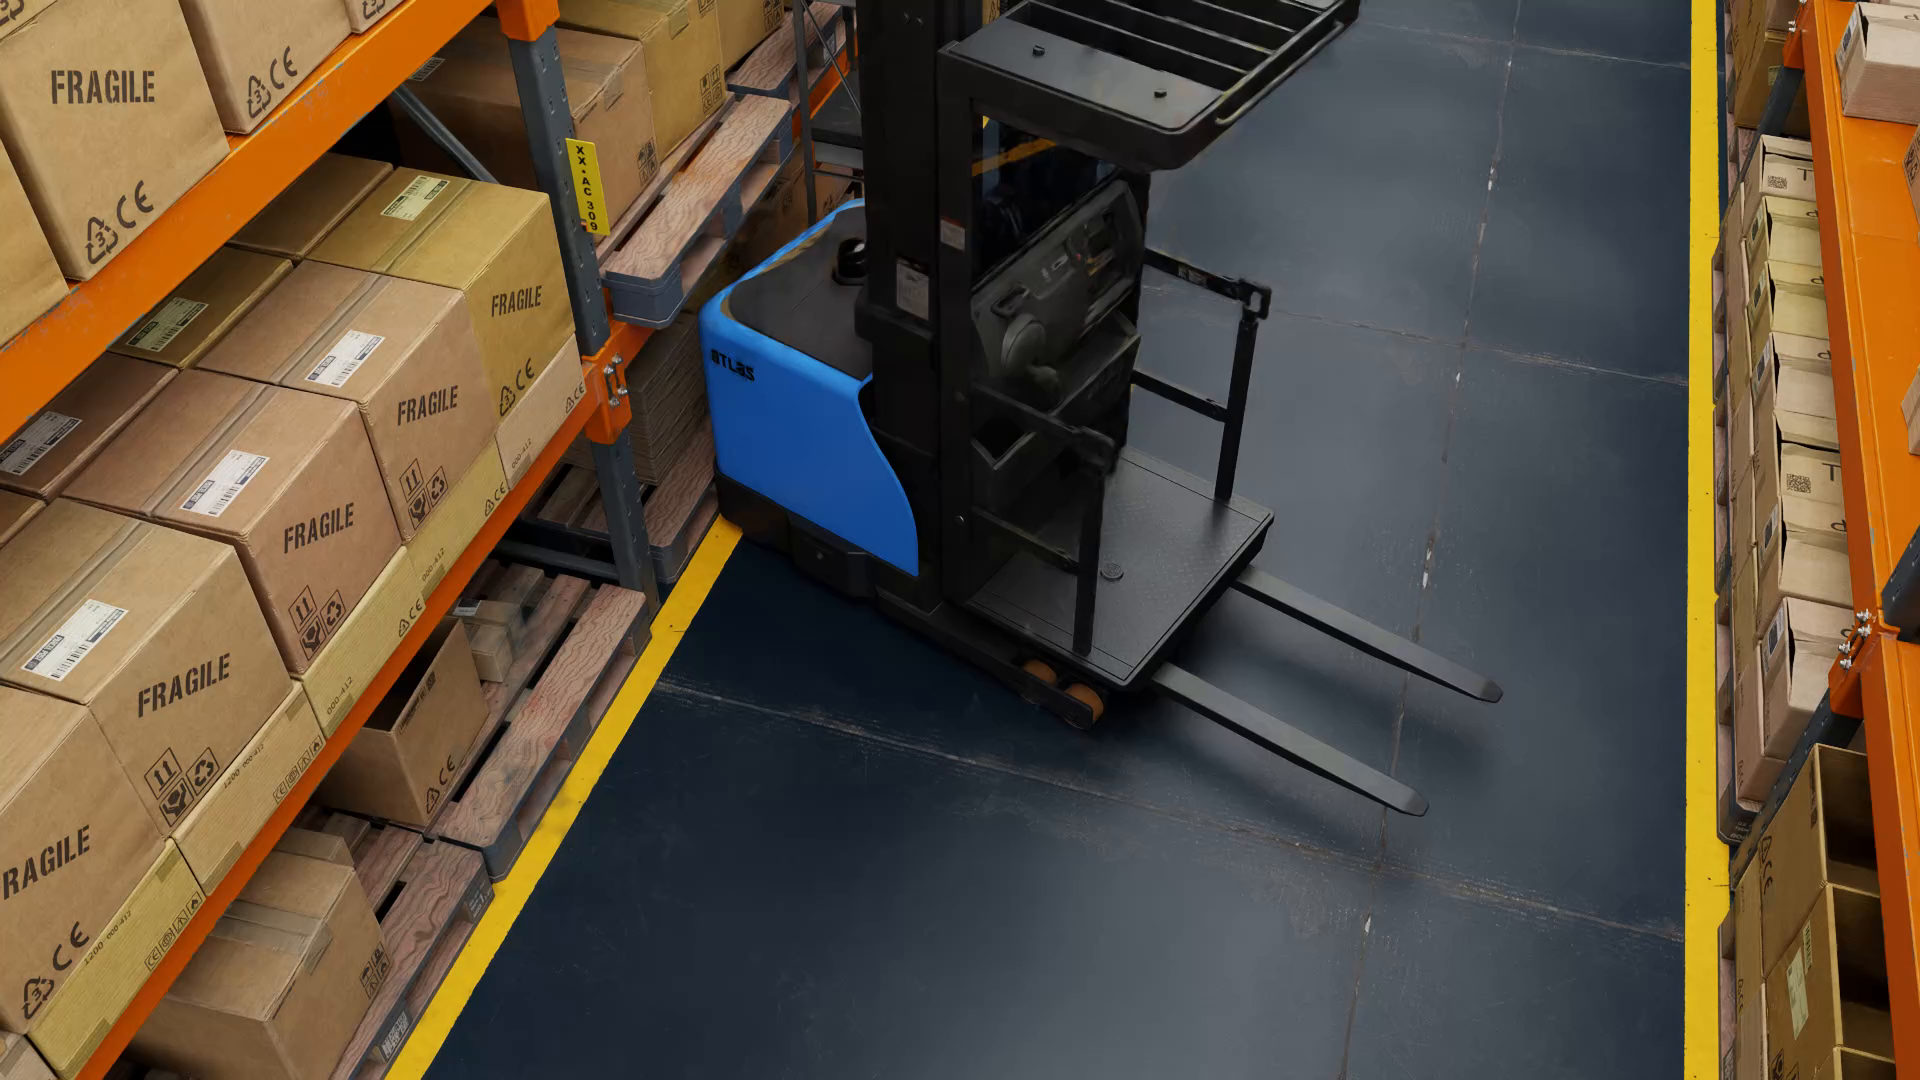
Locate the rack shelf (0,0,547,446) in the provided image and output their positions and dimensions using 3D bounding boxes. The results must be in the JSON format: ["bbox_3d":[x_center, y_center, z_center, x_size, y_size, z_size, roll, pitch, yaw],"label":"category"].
[{"bbox_3d":[-2.265,-0.359,3.342,1.077,0.370,4.000,13,46,13],"label":"rack shelf"}]

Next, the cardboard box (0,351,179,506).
[{"bbox_3d":[-2.317,-0.155,4.320,0.500,0.500,0.500,14,46,14],"label":"cardboard box"}]

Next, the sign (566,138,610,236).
[{"bbox_3d":[-1.140,-1.077,5.087,0.100,0.325,0.005,13,46,13],"label":"sign"}]

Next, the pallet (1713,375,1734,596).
[{"bbox_3d":[3.617,-0.149,6.752,1.003,0.211,1.213,13,46,13],"label":"pallet"}]

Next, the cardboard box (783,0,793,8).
[{"bbox_3d":[-0.937,-2.586,6.862,0.700,0.500,0.500,13,46,13],"label":"cardboard box"}]

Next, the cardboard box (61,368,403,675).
[{"bbox_3d":[-1.816,-0.051,4.214,0.500,0.500,0.500,11,46,11],"label":"cardboard box"}]

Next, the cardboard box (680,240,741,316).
[{"bbox_3d":[-1.344,-0.991,7.090,0.700,0.500,0.500,12,46,12],"label":"cardboard box"}]

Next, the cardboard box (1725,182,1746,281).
[{"bbox_3d":[3.836,-1.377,7.679,0.500,0.250,0.500,12,46,12],"label":"cardboard box"}]

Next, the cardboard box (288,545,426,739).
[{"bbox_3d":[-1.810,0.218,4.476,0.500,0.250,0.500,12,46,12],"label":"cardboard box"}]

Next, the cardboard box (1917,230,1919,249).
[{"bbox_3d":[3.622,-1.060,5.617,0.500,0.500,0.500,13,46,13],"label":"cardboard box"}]

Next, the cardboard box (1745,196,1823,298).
[{"bbox_3d":[3.685,-1.226,7.123,0.500,0.311,0.500,11,46,12],"label":"cardboard box"}]

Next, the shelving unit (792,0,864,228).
[{"bbox_3d":[-0.361,-1.623,6.907,0.431,2.100,0.503,14,46,14],"label":"shelving unit"}]

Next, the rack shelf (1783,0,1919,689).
[{"bbox_3d":[3.669,-0.907,6.046,1.077,0.370,4.000,13,46,13],"label":"rack shelf"}]

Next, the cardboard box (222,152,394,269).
[{"bbox_3d":[-2.001,-0.830,5.010,0.500,0.500,0.500,12,46,12],"label":"cardboard box"}]

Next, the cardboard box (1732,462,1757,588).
[{"bbox_3d":[3.222,-0.014,6.285,0.500,0.250,0.500,13,46,13],"label":"cardboard box"}]

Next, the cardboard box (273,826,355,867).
[{"bbox_3d":[-2.163,1.046,5.260,0.380,0.149,0.250,9,45,9],"label":"cardboard box"}]

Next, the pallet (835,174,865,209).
[{"bbox_3d":[-0.686,-2.027,8.670,1.003,0.211,1.213,13,46,13],"label":"pallet"}]

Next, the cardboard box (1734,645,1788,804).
[{"bbox_3d":[2.912,0.664,5.592,0.500,0.250,0.500,12,46,12],"label":"cardboard box"}]

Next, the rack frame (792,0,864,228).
[{"bbox_3d":[-0.442,-1.462,6.743,0.400,2.100,0.015,14,46,14],"label":"rack frame"}]

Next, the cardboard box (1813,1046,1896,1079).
[{"bbox_3d":[2.321,1.643,4.056,0.500,0.500,0.500,13,46,13],"label":"cardboard box"}]

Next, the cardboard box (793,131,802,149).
[{"bbox_3d":[-1.000,-1.874,7.457,0.500,0.250,0.500,12,46,12],"label":"cardboard box"}]

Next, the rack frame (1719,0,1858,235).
[{"bbox_3d":[4.274,-2.497,7.157,1.000,3.000,0.127,13,46,13],"label":"rack frame"}]

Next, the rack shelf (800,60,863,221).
[{"bbox_3d":[-0.361,-1.613,6.917,0.431,0.518,0.480,14,46,14],"label":"rack shelf"}]

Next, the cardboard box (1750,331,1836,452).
[{"bbox_3d":[3.373,-0.544,6.426,0.500,0.311,0.500,12,46,12],"label":"cardboard box"}]

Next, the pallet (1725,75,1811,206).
[{"bbox_3d":[4.536,-1.990,8.633,1.003,0.211,1.213,13,46,13],"label":"pallet"}]

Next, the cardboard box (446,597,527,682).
[{"bbox_3d":[-1.793,0.341,5.968,0.380,0.166,0.250,7,45,7],"label":"cardboard box"}]

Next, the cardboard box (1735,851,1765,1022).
[{"bbox_3d":[2.634,1.247,4.997,0.500,0.250,0.500,13,46,13],"label":"cardboard box"}]

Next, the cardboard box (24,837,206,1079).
[{"bbox_3d":[-2.117,0.890,3.789,0.500,0.250,0.500,12,46,12],"label":"cardboard box"}]

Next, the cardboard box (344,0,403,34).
[{"bbox_3d":[-1.577,-1.602,4.012,0.500,0.500,0.500,14,46,14],"label":"cardboard box"}]

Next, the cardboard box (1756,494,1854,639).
[{"bbox_3d":[3.064,0.123,5.745,0.500,0.311,0.500,14,46,14],"label":"cardboard box"}]

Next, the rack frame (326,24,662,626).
[{"bbox_3d":[-1.659,-0.878,5.502,1.000,3.000,0.127,13,46,13],"label":"rack frame"}]

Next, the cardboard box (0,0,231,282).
[{"bbox_3d":[-1.874,-0.892,3.286,0.500,0.500,0.500,11,45,11],"label":"cardboard box"}]

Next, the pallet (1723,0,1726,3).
[{"bbox_3d":[5.275,-3.616,10.295,1.003,0.211,1.213,13,46,13],"label":"pallet"}]

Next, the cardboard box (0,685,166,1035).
[{"bbox_3d":[-2.118,0.642,3.506,0.500,0.500,0.500,11,45,11],"label":"cardboard box"}]

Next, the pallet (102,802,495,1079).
[{"bbox_3d":[-2.197,1.390,5.178,1.003,0.211,1.213,13,46,13],"label":"pallet"}]

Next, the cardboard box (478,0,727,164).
[{"bbox_3d":[-1.297,-1.774,6.032,0.700,0.500,0.500,17,47,17],"label":"cardboard box"}]

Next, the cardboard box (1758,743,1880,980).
[{"bbox_3d":[2.624,0.977,4.737,0.500,0.500,0.500,13,46,13],"label":"cardboard box"}]

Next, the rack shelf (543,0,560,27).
[{"bbox_3d":[-1.054,-3.026,6.067,1.077,0.370,4.000,13,46,13],"label":"rack shelf"}]

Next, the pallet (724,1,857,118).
[{"bbox_3d":[-1.008,-2.147,6.937,1.003,0.211,1.213,13,46,13],"label":"pallet"}]

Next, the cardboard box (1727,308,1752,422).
[{"bbox_3d":[3.533,-0.694,6.981,0.500,0.250,0.500,11,46,11],"label":"cardboard box"}]

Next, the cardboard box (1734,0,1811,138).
[{"bbox_3d":[4.334,-2.434,8.565,0.500,0.500,0.500,14,46,14],"label":"cardboard box"}]

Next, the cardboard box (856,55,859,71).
[{"bbox_3d":[-0.616,-2.317,8.445,0.700,0.500,0.500,13,46,13],"label":"cardboard box"}]

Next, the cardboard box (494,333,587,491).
[{"bbox_3d":[-1.514,-0.451,5.159,0.500,0.250,0.500,13,46,13],"label":"cardboard box"}]

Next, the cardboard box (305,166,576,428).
[{"bbox_3d":[-1.508,-0.718,4.896,0.500,0.500,0.500,12,46,12],"label":"cardboard box"}]

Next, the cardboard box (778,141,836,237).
[{"bbox_3d":[-1.007,-1.661,7.775,0.700,0.500,0.500,12,46,12],"label":"cardboard box"}]

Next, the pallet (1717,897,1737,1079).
[{"bbox_3d":[2.782,1.687,4.875,1.003,0.211,1.213,13,46,13],"label":"pallet"}]

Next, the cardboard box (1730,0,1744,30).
[{"bbox_3d":[4.644,-3.130,9.277,0.500,0.500,0.500,11,45,11],"label":"cardboard box"}]

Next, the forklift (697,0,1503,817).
[{"bbox_3d":[0.505,-0.788,5.460,3.031,2.935,1.130,27,51,25],"label":"forklift"}]

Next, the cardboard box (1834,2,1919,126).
[{"bbox_3d":[3.819,-1.910,6.621,0.500,0.311,0.500,12,46,12],"label":"cardboard box"}]
